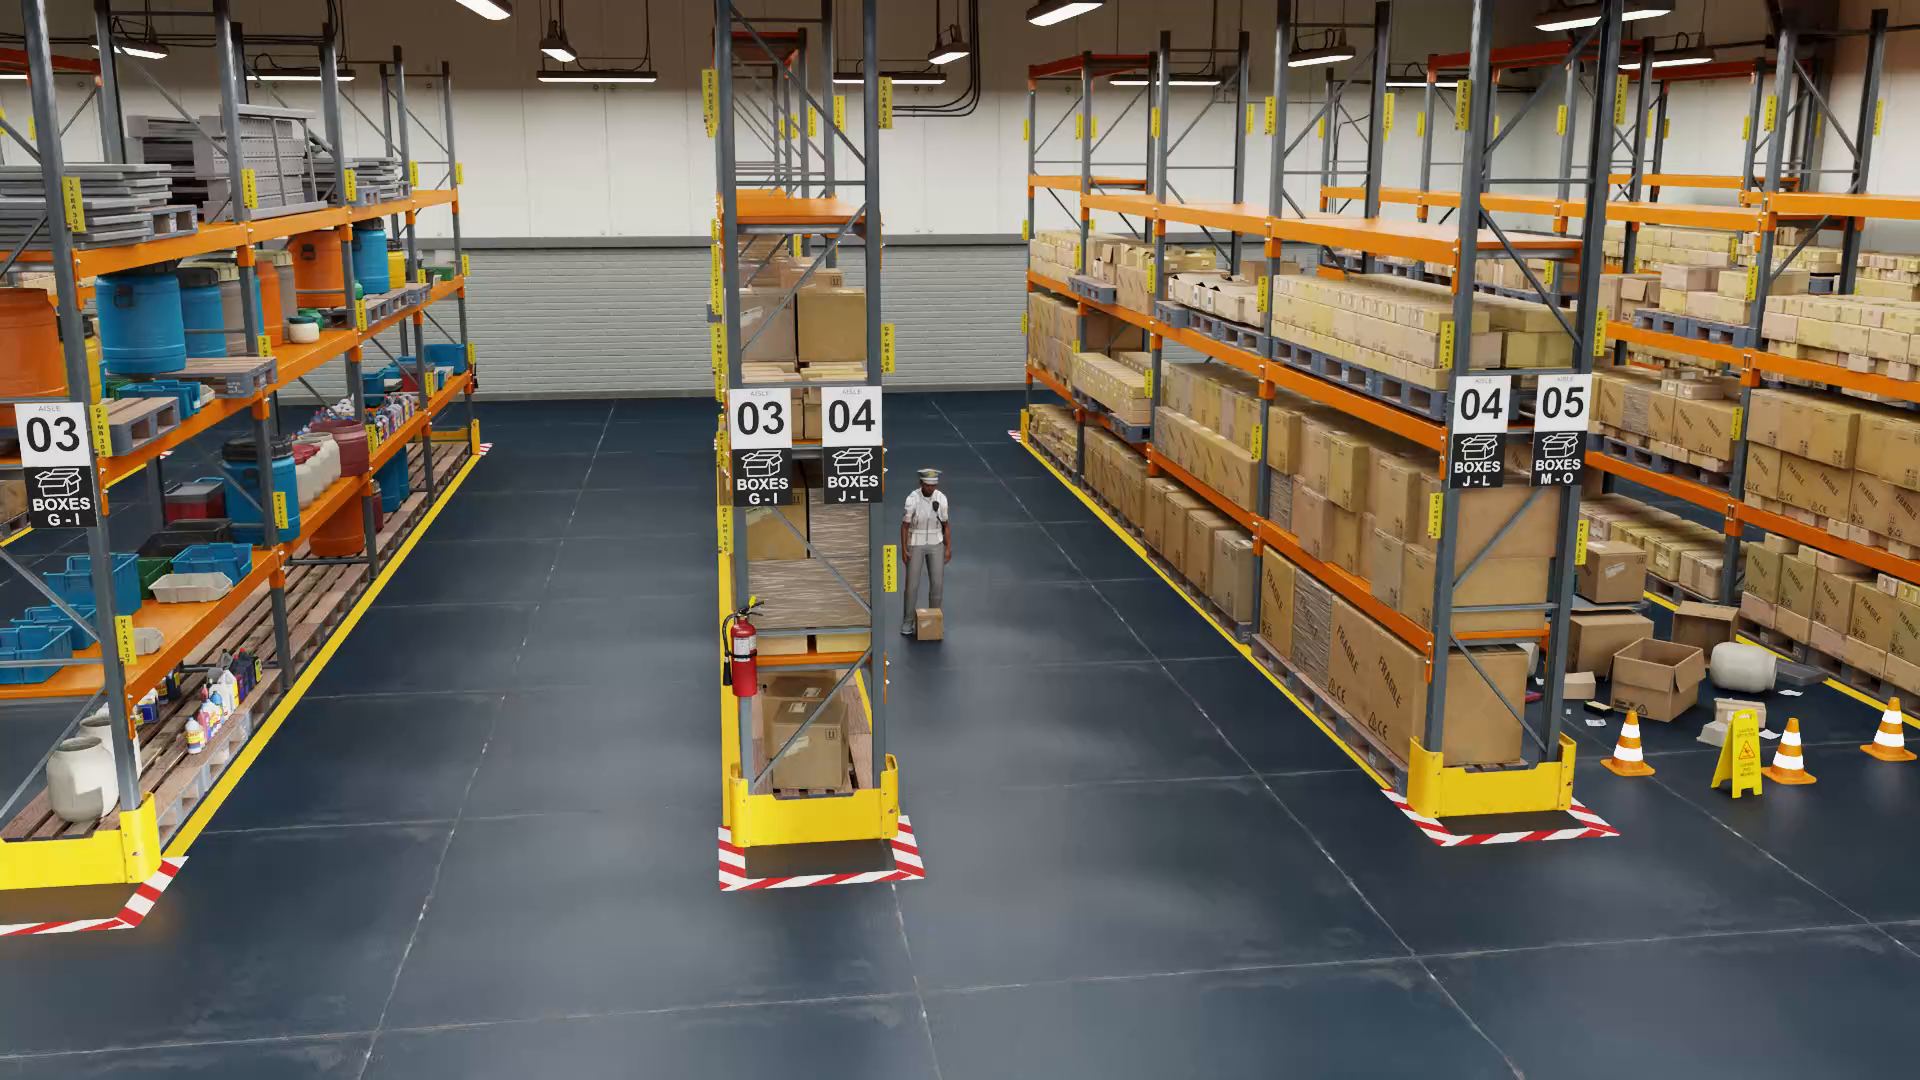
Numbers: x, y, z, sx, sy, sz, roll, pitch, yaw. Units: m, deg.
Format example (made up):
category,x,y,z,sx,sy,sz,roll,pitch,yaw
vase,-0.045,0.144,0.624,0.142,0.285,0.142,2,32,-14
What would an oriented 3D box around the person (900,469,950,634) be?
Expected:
category,x,y,z,sx,sy,sz,roll,pitch,yaw
person,-0.346,0.106,16.536,0.523,1.660,0.325,-2,13,-10
